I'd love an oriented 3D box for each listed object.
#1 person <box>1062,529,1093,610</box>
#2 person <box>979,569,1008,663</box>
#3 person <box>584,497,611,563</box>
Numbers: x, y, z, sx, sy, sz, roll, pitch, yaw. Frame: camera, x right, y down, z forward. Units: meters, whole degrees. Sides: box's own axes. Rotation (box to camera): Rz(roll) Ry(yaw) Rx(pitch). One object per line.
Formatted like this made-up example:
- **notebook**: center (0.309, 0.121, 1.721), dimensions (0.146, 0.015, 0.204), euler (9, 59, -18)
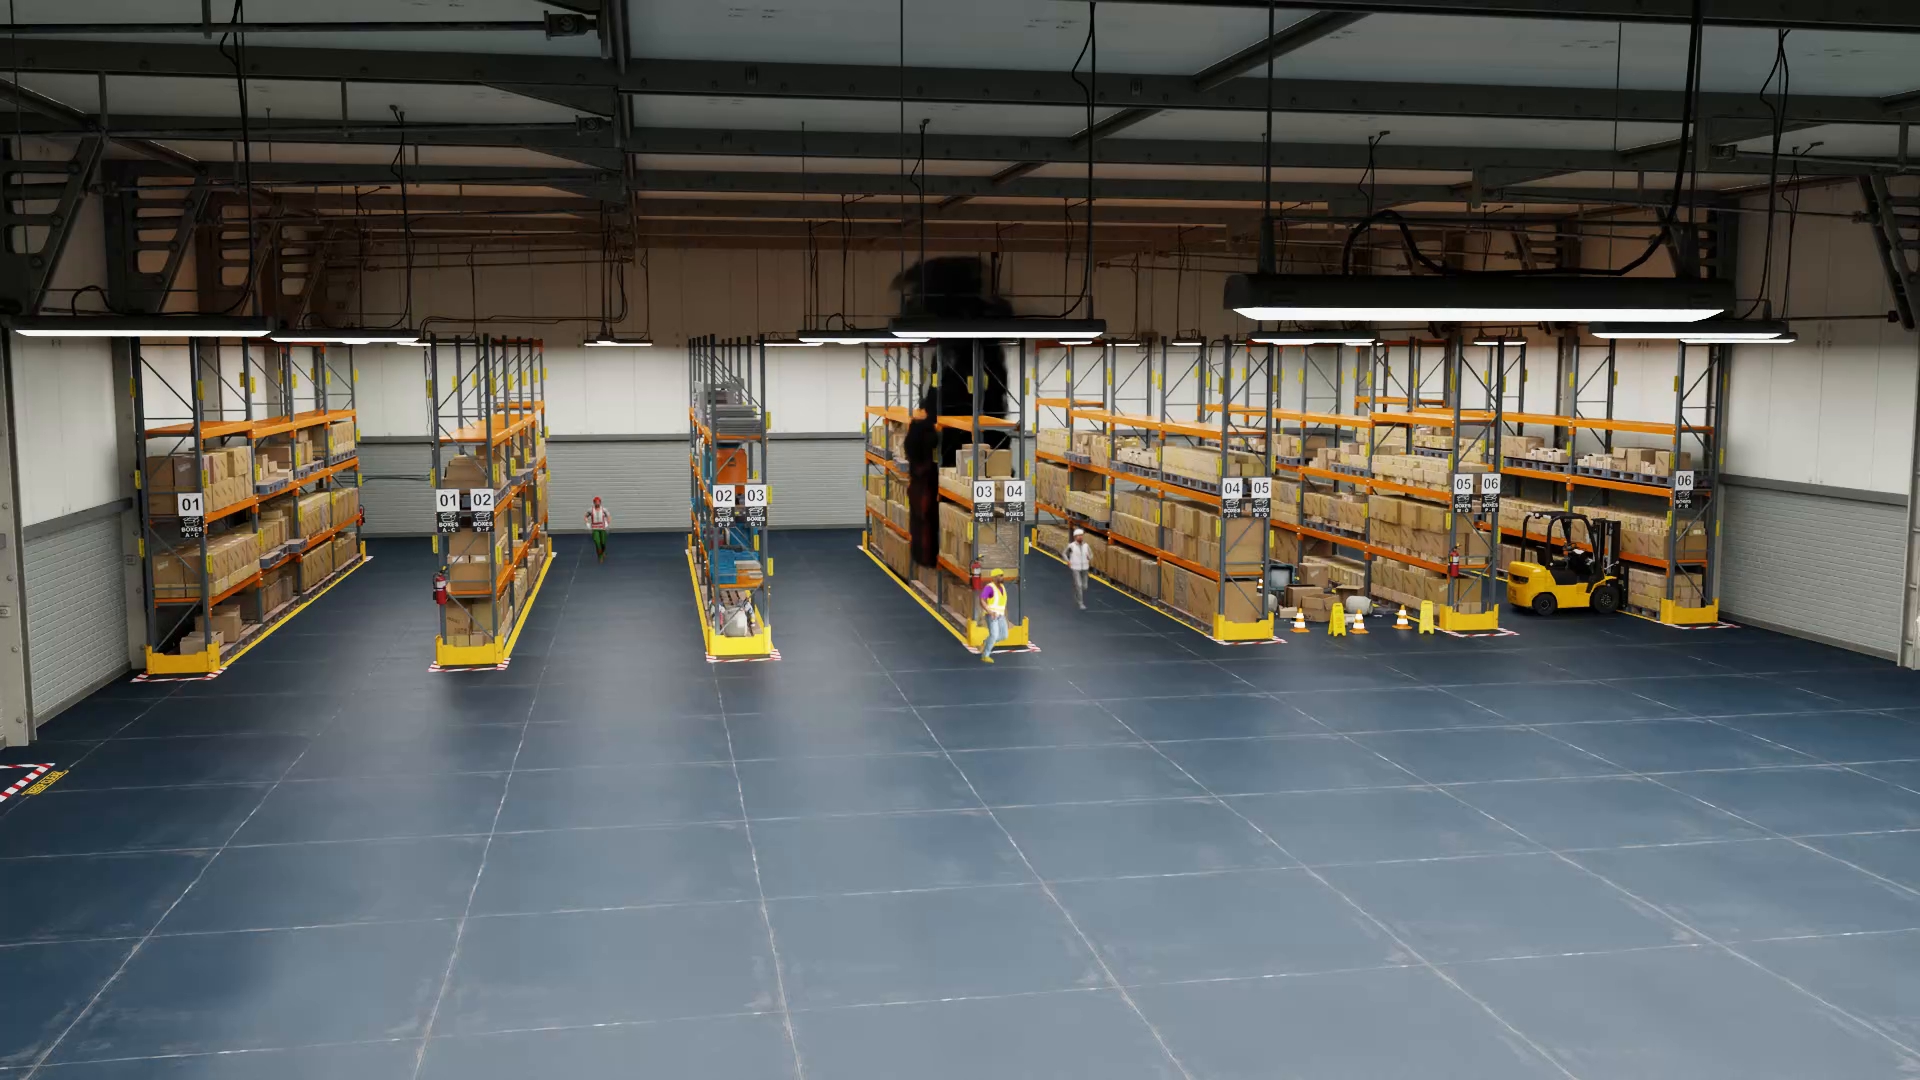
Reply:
- **person**: center (2.630, 0.633, 36.839), dimensions (0.668, 1.748, 0.896), euler (-2, 7, -18)
- **person**: center (0.655, 1.375, 30.656), dimensions (0.534, 1.698, 0.756), euler (5, 8, 39)
- **person**: center (-9.777, -0.284, 44.873), dimensions (0.704, 1.769, 0.751), euler (-2, 7, -16)
